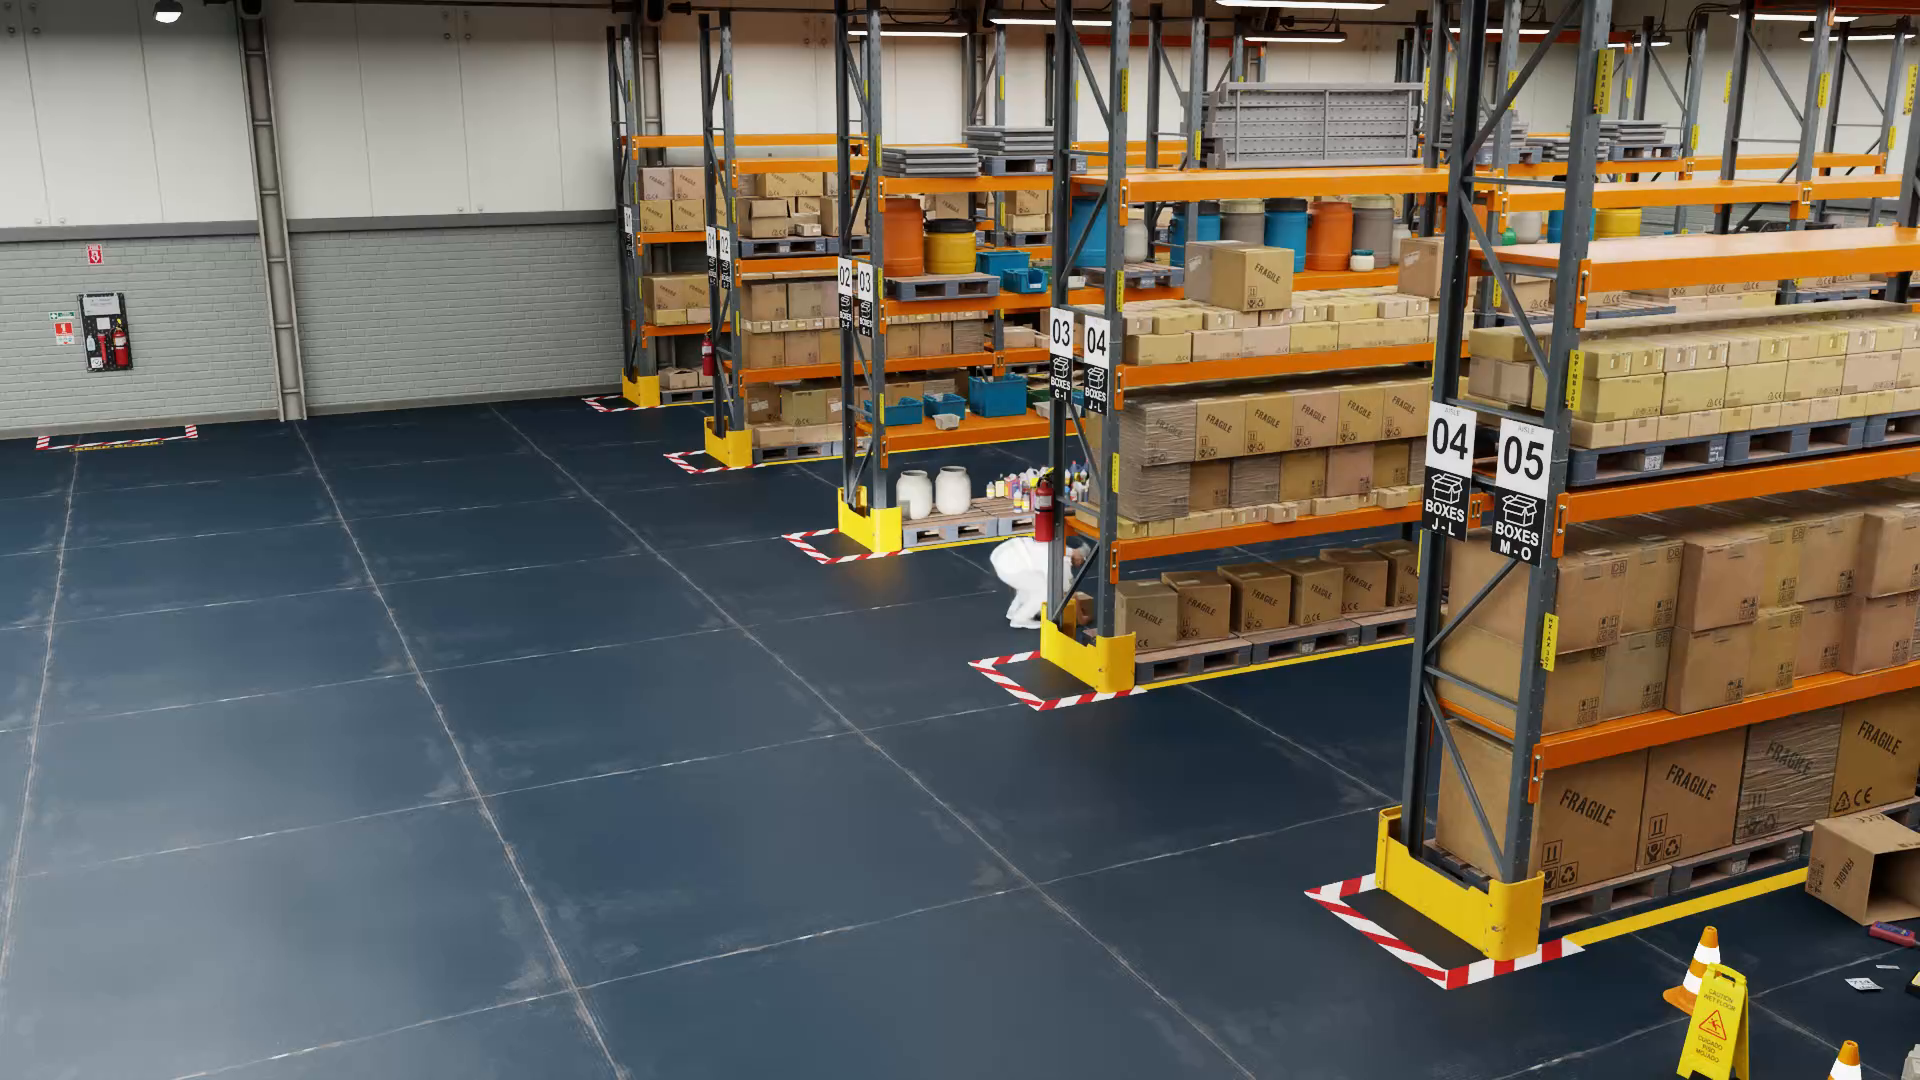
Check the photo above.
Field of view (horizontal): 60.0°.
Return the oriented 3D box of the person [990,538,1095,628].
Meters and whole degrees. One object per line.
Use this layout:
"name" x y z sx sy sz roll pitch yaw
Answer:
"person" 0.810 0.402 16.121 1.031 0.862 0.537 -2 15 -8
